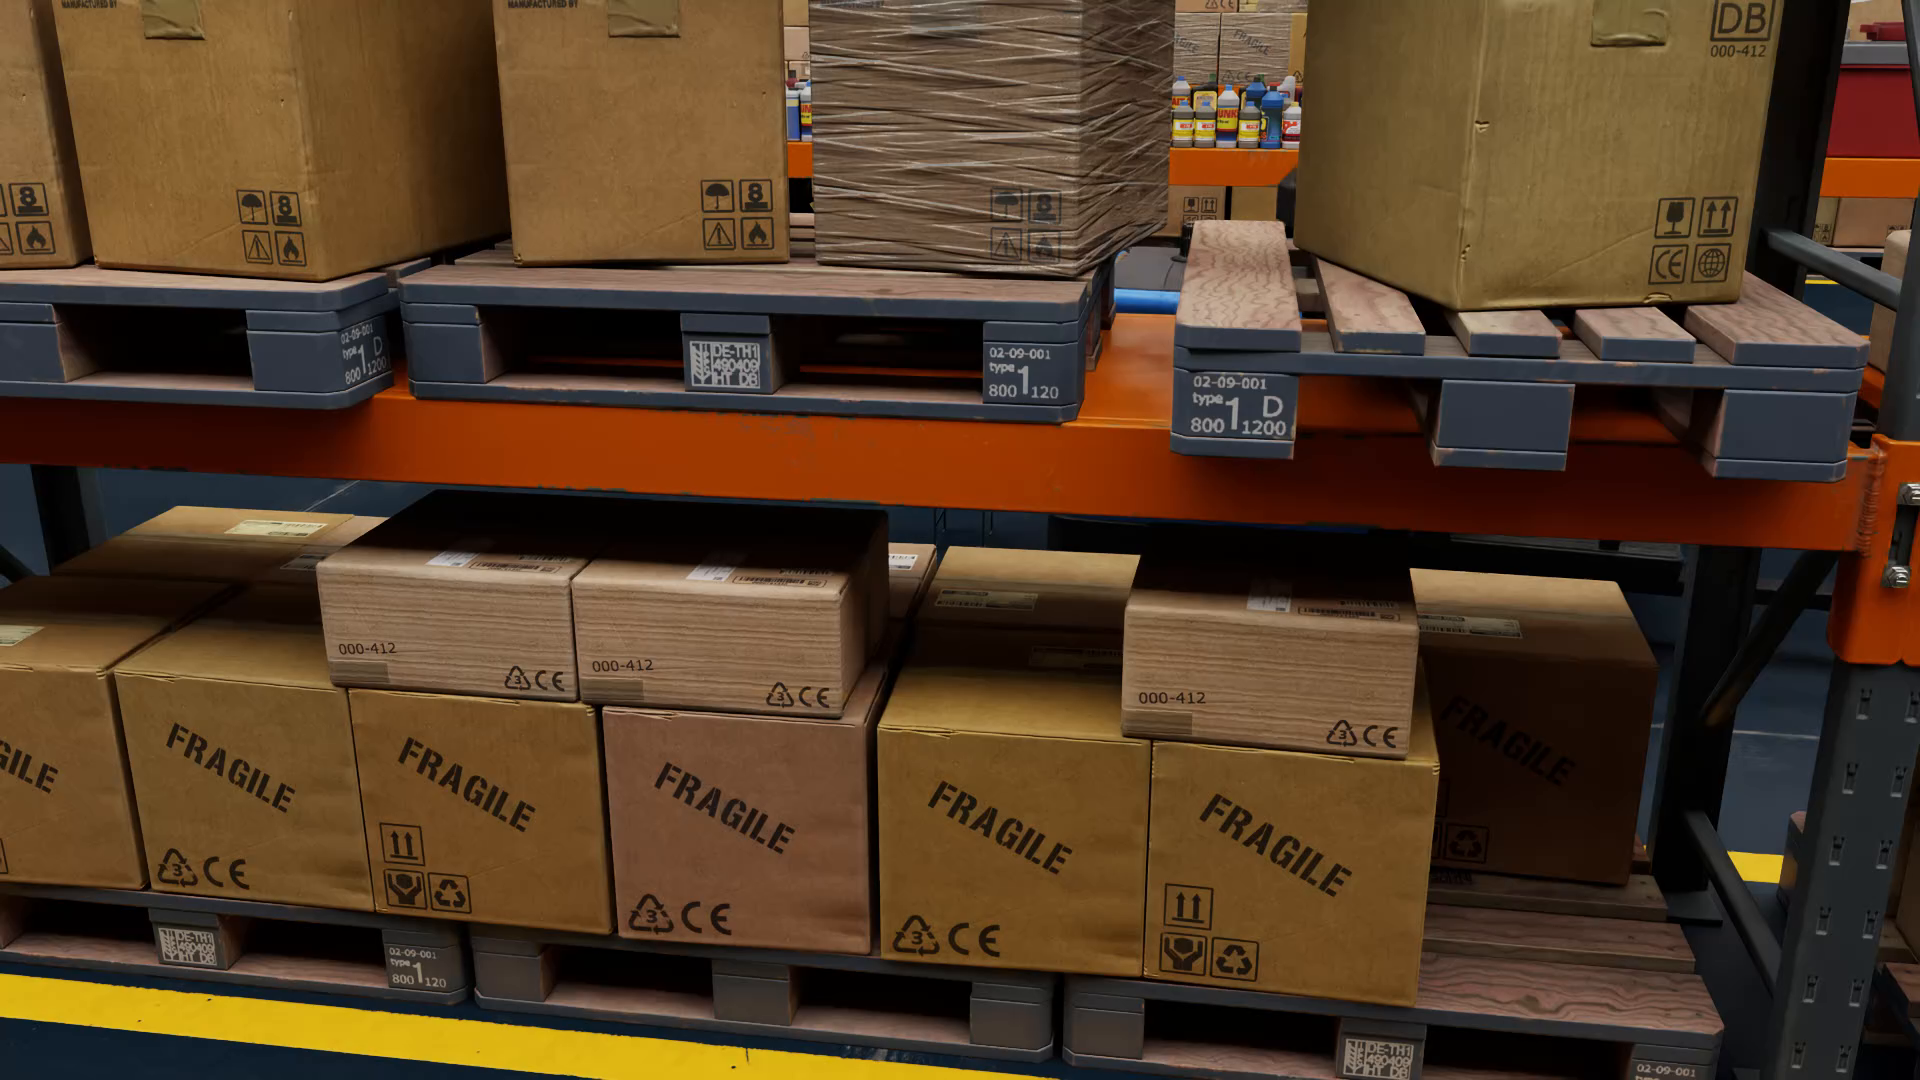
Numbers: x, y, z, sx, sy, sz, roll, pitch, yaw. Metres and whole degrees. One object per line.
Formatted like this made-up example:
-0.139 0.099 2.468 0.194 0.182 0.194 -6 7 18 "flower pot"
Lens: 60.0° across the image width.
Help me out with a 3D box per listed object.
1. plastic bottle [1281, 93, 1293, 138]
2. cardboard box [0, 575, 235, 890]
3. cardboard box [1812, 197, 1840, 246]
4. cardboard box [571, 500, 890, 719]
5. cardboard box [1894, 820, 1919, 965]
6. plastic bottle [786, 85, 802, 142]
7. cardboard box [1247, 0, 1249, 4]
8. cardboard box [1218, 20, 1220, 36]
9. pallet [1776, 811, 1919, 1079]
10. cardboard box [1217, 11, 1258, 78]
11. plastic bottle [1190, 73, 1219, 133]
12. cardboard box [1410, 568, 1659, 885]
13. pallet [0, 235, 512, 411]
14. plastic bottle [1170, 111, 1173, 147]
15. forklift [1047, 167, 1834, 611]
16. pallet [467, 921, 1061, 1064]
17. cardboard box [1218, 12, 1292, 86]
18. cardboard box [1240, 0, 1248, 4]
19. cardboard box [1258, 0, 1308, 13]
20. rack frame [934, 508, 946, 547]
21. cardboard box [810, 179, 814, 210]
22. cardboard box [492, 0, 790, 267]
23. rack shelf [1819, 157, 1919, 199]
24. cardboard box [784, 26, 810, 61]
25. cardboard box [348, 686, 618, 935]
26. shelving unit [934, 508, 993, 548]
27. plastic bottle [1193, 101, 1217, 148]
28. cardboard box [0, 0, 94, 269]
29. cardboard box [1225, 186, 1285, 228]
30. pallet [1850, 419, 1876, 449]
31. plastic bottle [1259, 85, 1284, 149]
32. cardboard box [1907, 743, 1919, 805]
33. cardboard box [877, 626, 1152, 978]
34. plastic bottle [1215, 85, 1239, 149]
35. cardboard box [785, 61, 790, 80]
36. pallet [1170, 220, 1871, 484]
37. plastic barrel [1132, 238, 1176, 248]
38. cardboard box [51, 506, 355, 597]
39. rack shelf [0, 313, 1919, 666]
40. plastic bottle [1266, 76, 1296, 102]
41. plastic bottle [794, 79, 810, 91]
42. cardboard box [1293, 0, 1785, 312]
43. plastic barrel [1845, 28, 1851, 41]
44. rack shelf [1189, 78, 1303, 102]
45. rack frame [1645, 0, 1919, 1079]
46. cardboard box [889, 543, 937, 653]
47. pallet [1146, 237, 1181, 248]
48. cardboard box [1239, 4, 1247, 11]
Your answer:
1.553 -2.037 7.978 0.097 0.201 0.097 0 18 0 "plastic bottle"
-1.912 0.403 3.619 0.500 0.500 0.500 2 19 6 "cardboard box"
6.052 -2.466 12.193 0.500 0.500 0.700 3 19 8 "cardboard box"
-0.430 0.122 3.275 0.500 0.250 0.500 3 19 8 "cardboard box"
2.068 0.750 3.007 0.500 0.250 0.500 3 19 8 "cardboard box"
-0.804 -2.007 7.769 0.135 0.276 0.152 3 19 9 "plastic bottle"
2.865 -5.612 17.144 0.250 0.149 0.380 2 19 6 "cardboard box"
2.489 -5.139 16.669 0.250 0.149 0.380 2 19 6 "cardboard box"
2.405 0.902 3.273 1.213 0.211 1.003 3 19 9 "pallet"
2.227 -3.759 12.654 0.500 0.500 0.500 2 19 7 "cardboard box"
1.202 -2.149 8.182 0.133 0.283 0.061 3 19 9 "plastic bottle"
1.194 0.391 3.654 0.500 0.500 0.500 4 19 11 "cardboard box"
-1.580 -0.509 3.401 1.213 0.211 1.003 3 19 9 "pallet"
0.909 -1.875 7.493 0.097 0.201 0.097 0 18 0 "plastic bottle"
1.873 -1.195 5.255 3.031 2.935 1.130 5 19 16 "forklift"
-0.334 0.737 3.767 1.213 0.211 1.003 3 19 9 "pallet"
2.155 -3.599 12.173 0.500 0.500 0.500 3 19 8 "cardboard box"
2.732 -5.408 16.534 0.250 0.149 0.380 3 19 10 "cardboard box"
2.454 -4.142 12.216 0.637 0.503 0.797 4 19 11 "cardboard box"
-0.076 -0.573 6.124 0.006 1.200 0.240 3 19 9 "rack frame"
-1.415 -3.028 13.313 0.875 0.875 0.875 3 19 9 "cardboard box"
-0.597 -0.852 3.303 0.500 0.500 0.700 -2 19 -5 "cardboard box"
4.362 -1.583 7.442 4.000 0.370 1.077 3 19 9 "rack shelf"
-1.254 -3.788 12.665 0.500 0.250 0.500 3 19 8 "cardboard box"
-0.892 0.453 3.467 0.500 0.500 0.500 3 19 9 "cardboard box"
0.014 -0.568 6.111 0.189 1.200 0.258 3 19 9 "shelving unit"
1.101 -1.865 7.464 0.097 0.201 0.097 0 18 0 "plastic bottle"
-1.919 -0.828 3.230 0.500 0.500 0.700 -3 19 -10 "cardboard box"
2.495 -2.810 12.660 0.875 0.875 1.225 2 19 6 "cardboard box"
4.347 -0.590 7.733 1.213 0.211 1.003 3 19 9 "pallet"
1.389 -1.884 7.409 0.097 0.271 0.097 0 18 0 "plastic bottle"
2.154 0.314 3.424 0.500 0.311 0.500 3 19 10 "cardboard box"
0.126 0.503 3.317 0.500 0.500 0.500 2 19 7 "cardboard box"
1.197 -1.894 7.438 0.097 0.271 0.097 0 18 0 "plastic bottle"
-1.384 -3.585 12.685 0.250 0.149 0.380 3 19 10 "cardboard box"
0.918 -0.395 3.058 1.003 0.211 1.213 3 19 9 "pallet"
0.787 -1.157 8.172 0.708 0.588 0.600 3 19 9 "plastic barrel"
-1.819 0.237 4.114 0.500 0.500 0.500 3 19 8 "cardboard box"
-0.377 -0.233 3.406 4.000 0.370 1.077 3 19 9 "rack shelf"
1.555 -2.113 8.086 0.135 0.276 0.152 3 19 9 "plastic bottle"
-0.761 -2.231 8.438 0.135 0.276 0.152 3 19 9 "plastic bottle"
0.958 -0.717 2.898 0.500 0.500 0.700 -3 19 -10 "cardboard box"
3.853 -2.072 7.593 0.421 0.512 0.421 0 18 0 "plastic barrel"
1.198 -3.336 12.681 4.000 0.370 1.077 3 19 9 "rack shelf"
1.598 -0.474 2.991 0.127 3.000 1.000 3 19 9 "rack frame"
-0.334 0.315 3.881 0.500 0.500 0.500 2 19 7 "cardboard box"
1.205 -2.380 13.084 1.213 0.211 1.003 3 19 9 "pallet"
2.728 -5.267 16.583 0.250 0.149 0.380 3 19 9 "cardboard box"
